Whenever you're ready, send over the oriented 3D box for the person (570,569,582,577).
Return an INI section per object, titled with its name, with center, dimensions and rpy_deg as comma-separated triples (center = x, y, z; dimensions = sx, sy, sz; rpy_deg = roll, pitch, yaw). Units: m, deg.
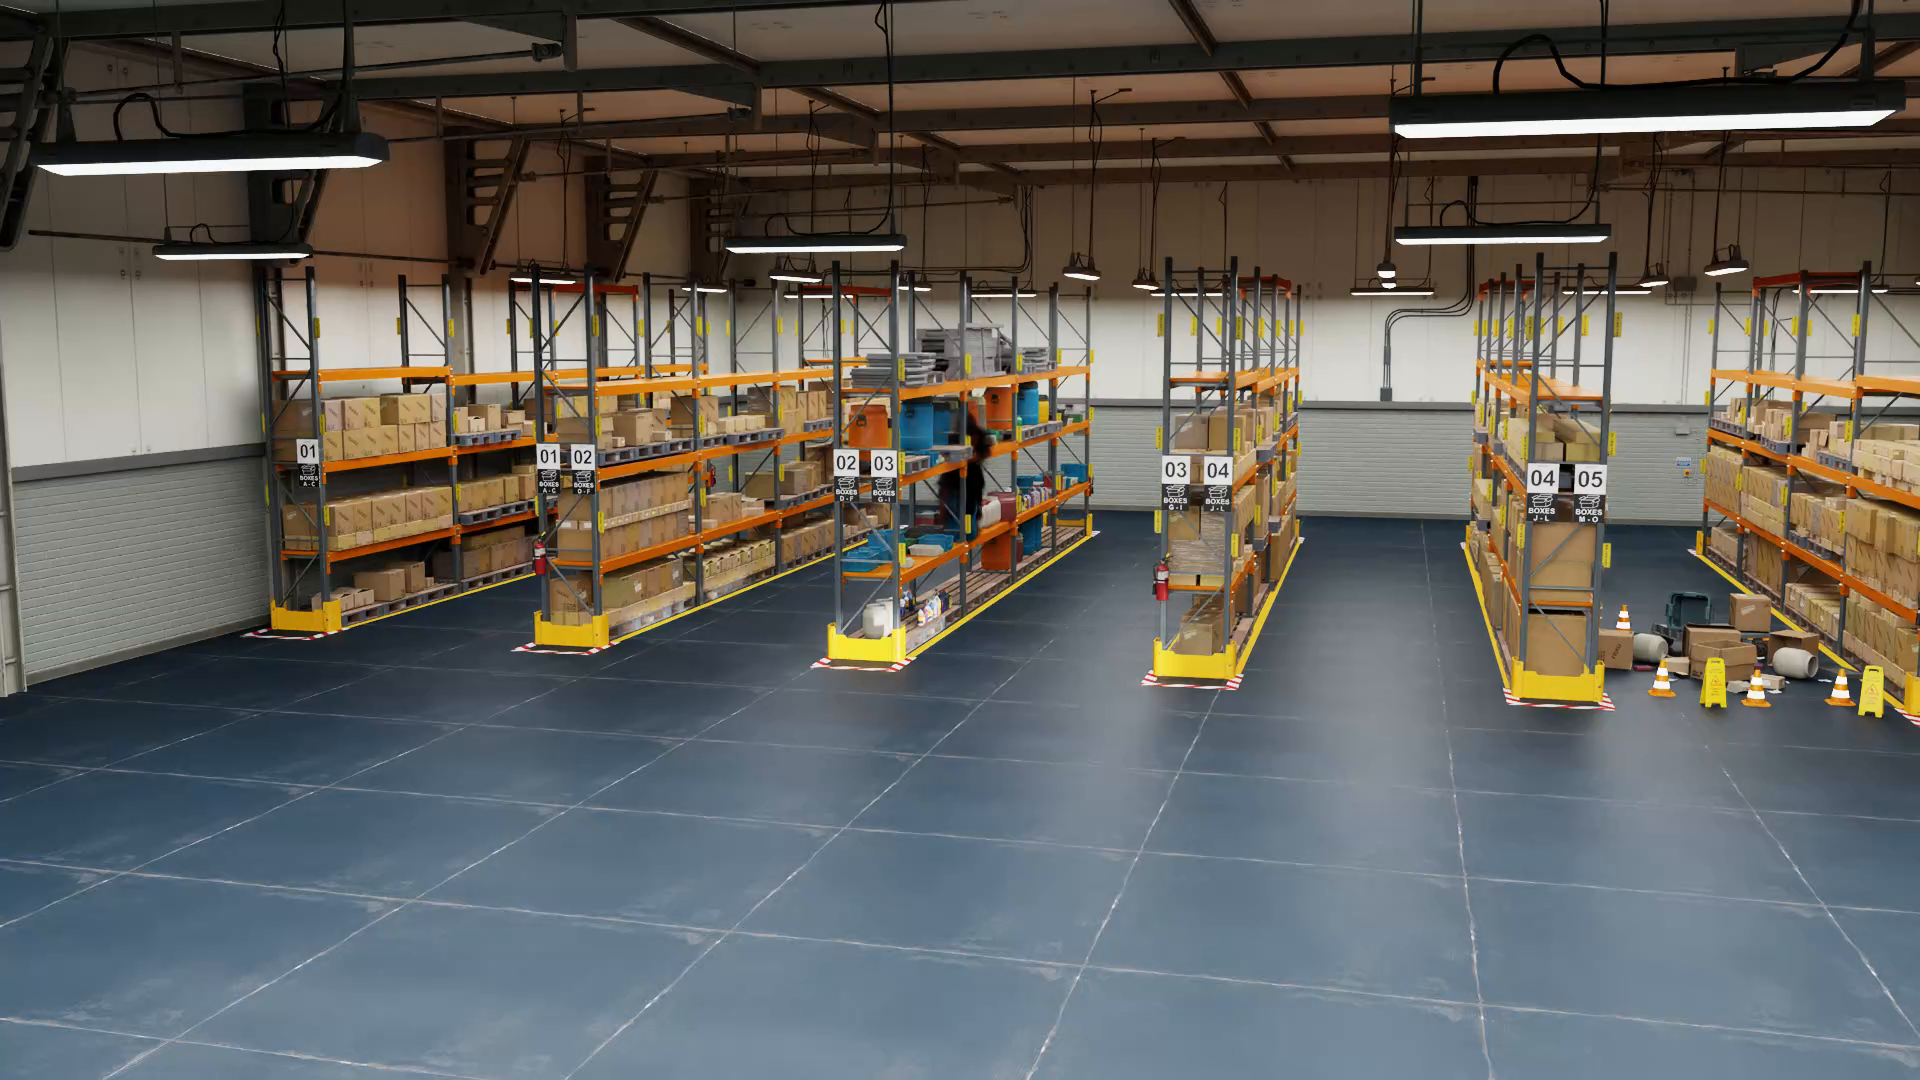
[person]
center = -6.941, 0.262, 30.222
dimensions = 0.703, 1.739, 1.007
rpy_deg = 1, 7, 7
